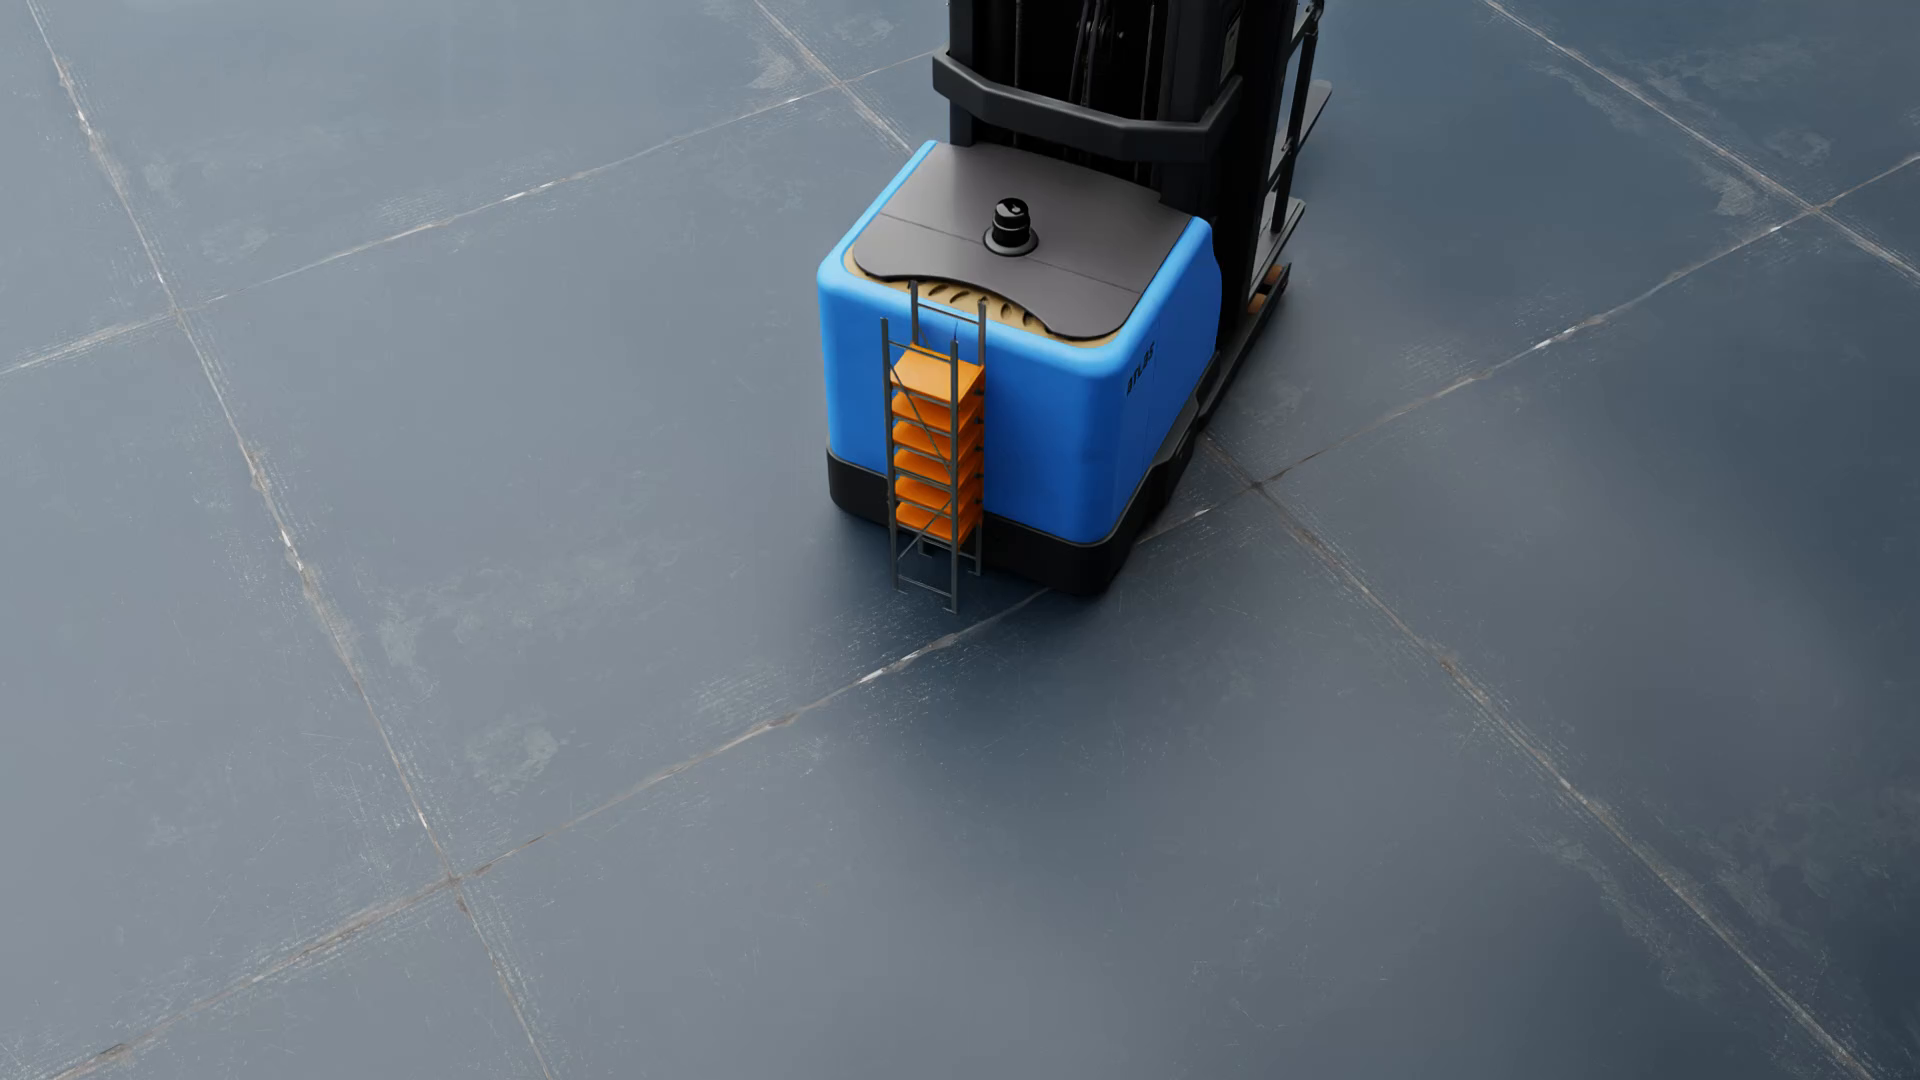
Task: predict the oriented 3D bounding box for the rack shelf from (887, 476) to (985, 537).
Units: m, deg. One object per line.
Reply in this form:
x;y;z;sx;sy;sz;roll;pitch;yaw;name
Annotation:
-0.076;-0.143;5.294;0.258;0.103;0.180;20;51;17;rack shelf

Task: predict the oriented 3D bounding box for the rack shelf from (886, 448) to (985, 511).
-0.076;-0.223;5.204;0.258;0.103;0.180;20;51;17;rack shelf

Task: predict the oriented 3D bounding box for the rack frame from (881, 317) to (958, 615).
-0.116;-0.191;5.117;0.240;1.200;0.006;20;51;17;rack frame

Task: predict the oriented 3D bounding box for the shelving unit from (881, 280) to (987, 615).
-0.075;-0.253;5.171;0.258;1.200;0.189;20;51;17;shelving unit

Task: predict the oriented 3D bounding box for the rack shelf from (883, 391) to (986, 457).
-0.075;-0.383;5.025;0.258;0.103;0.180;20;51;17;rack shelf

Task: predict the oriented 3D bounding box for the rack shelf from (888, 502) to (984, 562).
-0.076;-0.064;5.384;0.258;0.103;0.180;20;51;17;rack shelf

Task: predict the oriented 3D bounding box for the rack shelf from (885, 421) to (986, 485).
-0.075;-0.303;5.115;0.258;0.103;0.180;20;51;17;rack shelf

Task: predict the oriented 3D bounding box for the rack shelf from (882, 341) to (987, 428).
-0.075;-0.462;4.935;0.258;0.103;0.180;20;51;17;rack shelf

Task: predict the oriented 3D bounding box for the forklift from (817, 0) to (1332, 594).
0.647;-1.907;5.485;1.130;2.935;3.031;20;51;17;forklift

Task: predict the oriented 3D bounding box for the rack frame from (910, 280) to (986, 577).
-0.035;-0.314;5.226;0.240;1.200;0.006;20;51;17;rack frame
